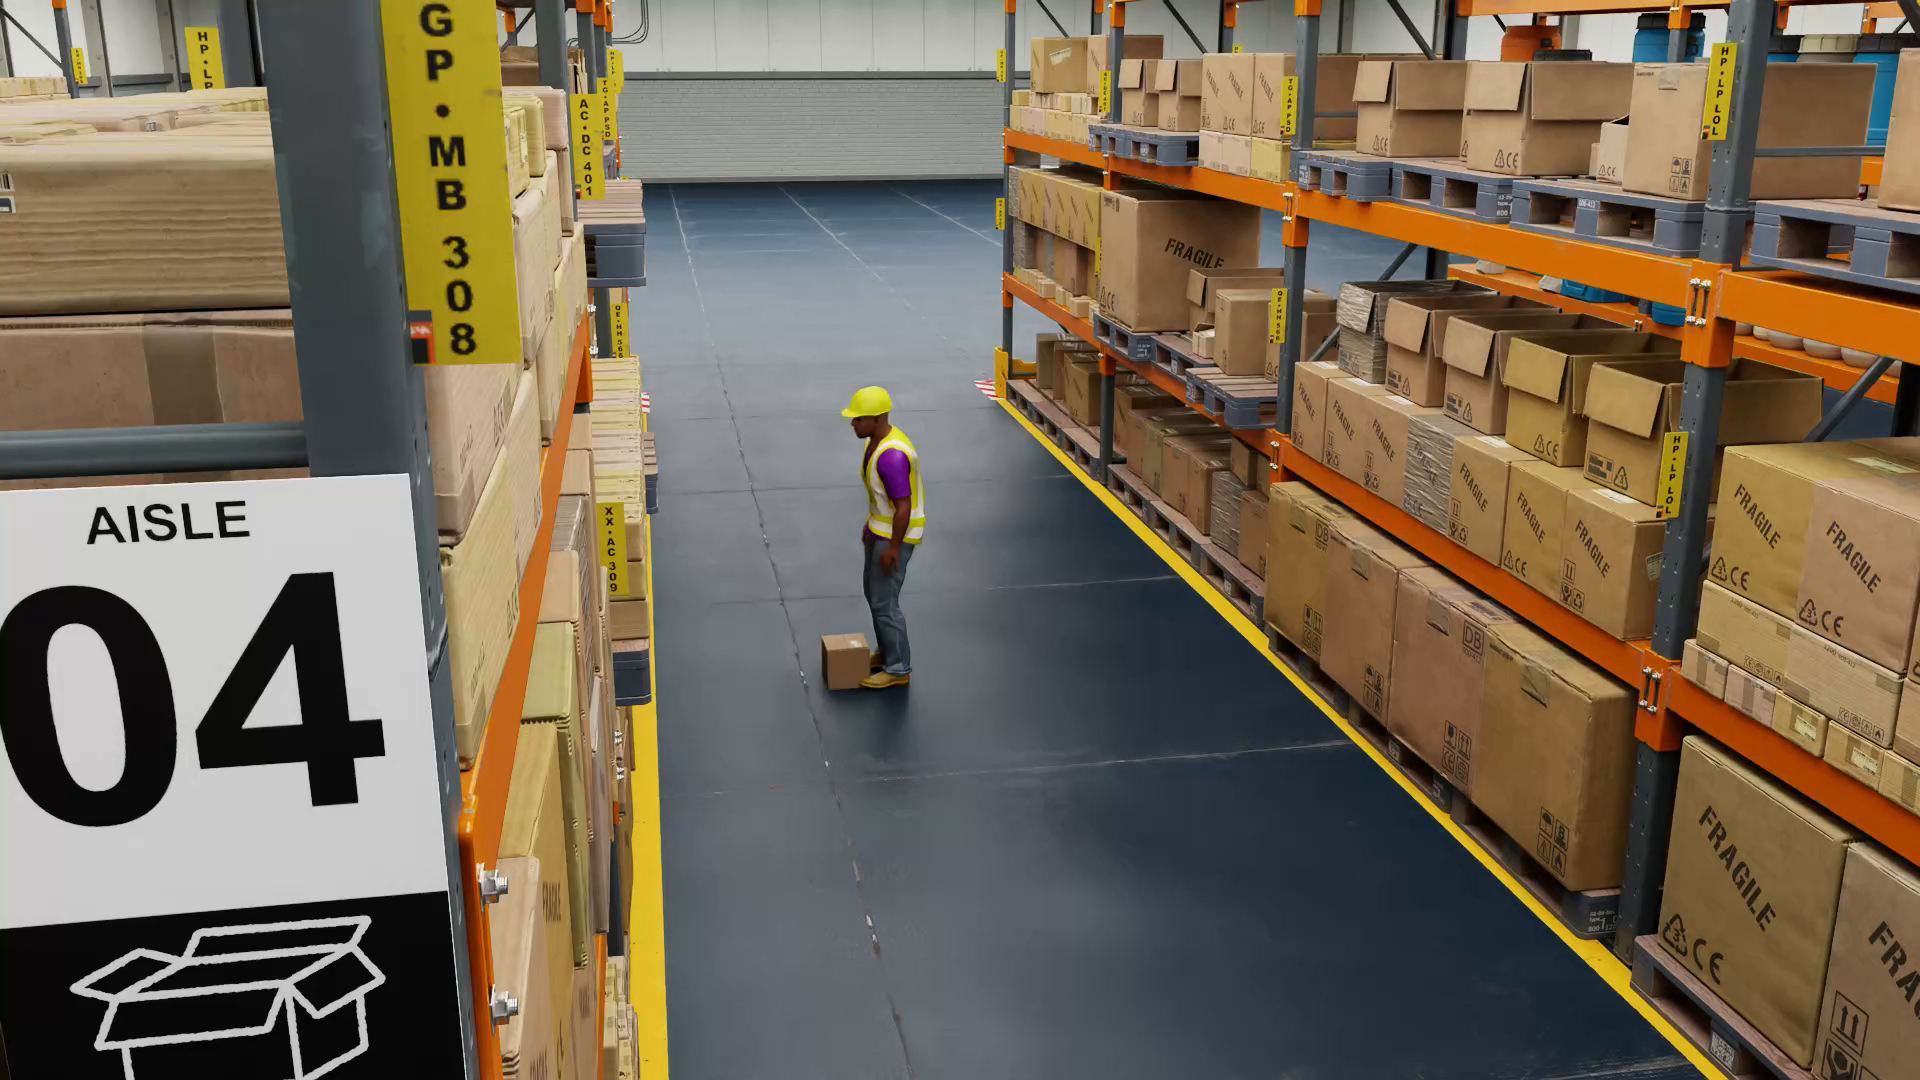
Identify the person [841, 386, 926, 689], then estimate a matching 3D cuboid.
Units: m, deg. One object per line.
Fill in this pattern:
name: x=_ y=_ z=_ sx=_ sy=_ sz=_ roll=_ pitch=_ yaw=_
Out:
person: x=-0.444 y=-0.026 z=9.593 sx=0.462 sy=1.759 sz=0.622 roll=-4 pitch=17 yaw=-13
